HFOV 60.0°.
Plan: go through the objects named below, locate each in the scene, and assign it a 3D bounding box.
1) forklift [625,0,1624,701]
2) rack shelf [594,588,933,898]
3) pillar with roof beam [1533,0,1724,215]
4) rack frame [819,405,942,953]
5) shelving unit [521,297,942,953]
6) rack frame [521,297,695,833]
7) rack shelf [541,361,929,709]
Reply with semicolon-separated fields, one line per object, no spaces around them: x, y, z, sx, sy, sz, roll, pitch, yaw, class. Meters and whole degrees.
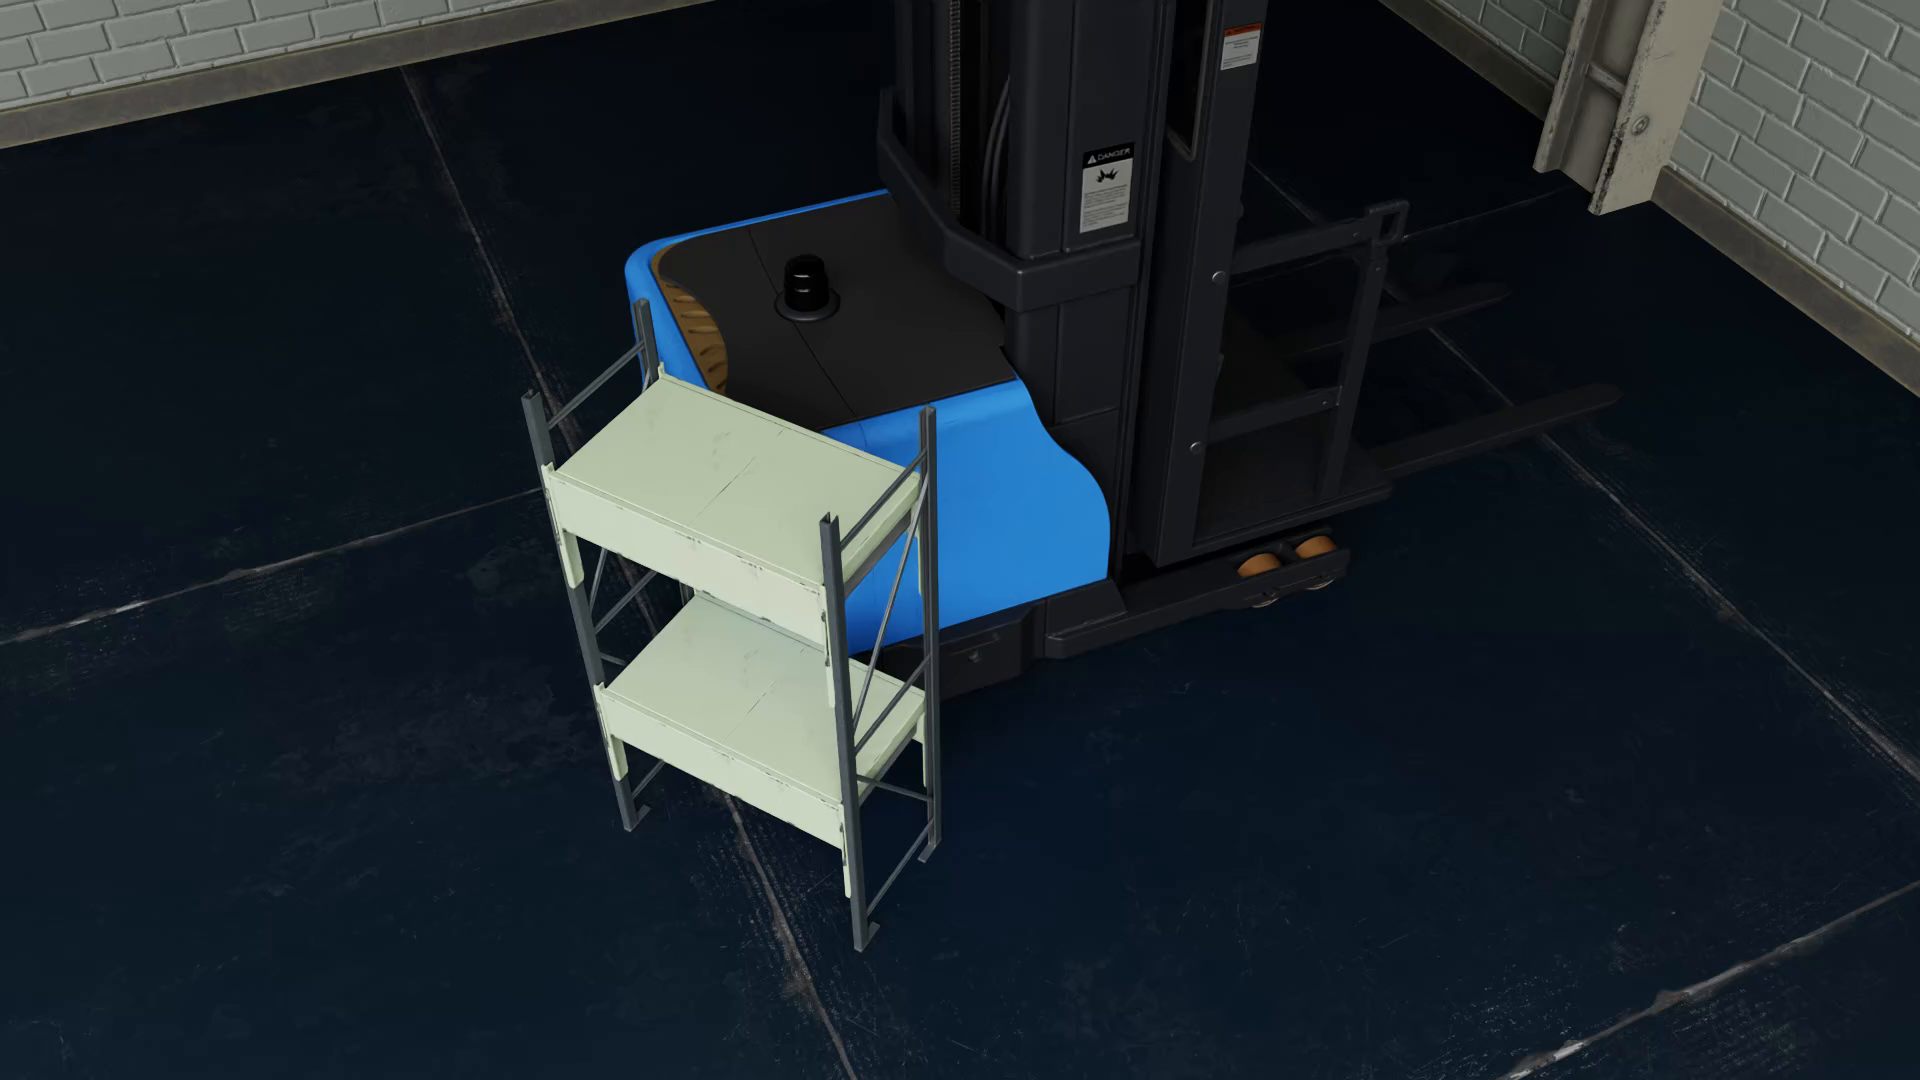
0.638;-1.167;4.346;3.031;2.935;1.130;-16;47;-16;forklift
-0.475;0.486;4.154;0.720;0.370;0.431;22;49;21;rack shelf
-1.347;-3.379;2.267;9.100;9.000;0.400;-18;47;-17;pillar with roof beam
-0.158;0.382;3.795;0.023;1.500;0.400;22;49;21;rack frame
-0.475;0.254;3.925;0.755;1.500;0.431;22;49;21;shelving unit
-0.791;0.125;4.056;0.023;1.500;0.400;22;49;21;rack frame
-0.475;-0.024;3.651;0.720;0.370;0.431;22;49;21;rack shelf
